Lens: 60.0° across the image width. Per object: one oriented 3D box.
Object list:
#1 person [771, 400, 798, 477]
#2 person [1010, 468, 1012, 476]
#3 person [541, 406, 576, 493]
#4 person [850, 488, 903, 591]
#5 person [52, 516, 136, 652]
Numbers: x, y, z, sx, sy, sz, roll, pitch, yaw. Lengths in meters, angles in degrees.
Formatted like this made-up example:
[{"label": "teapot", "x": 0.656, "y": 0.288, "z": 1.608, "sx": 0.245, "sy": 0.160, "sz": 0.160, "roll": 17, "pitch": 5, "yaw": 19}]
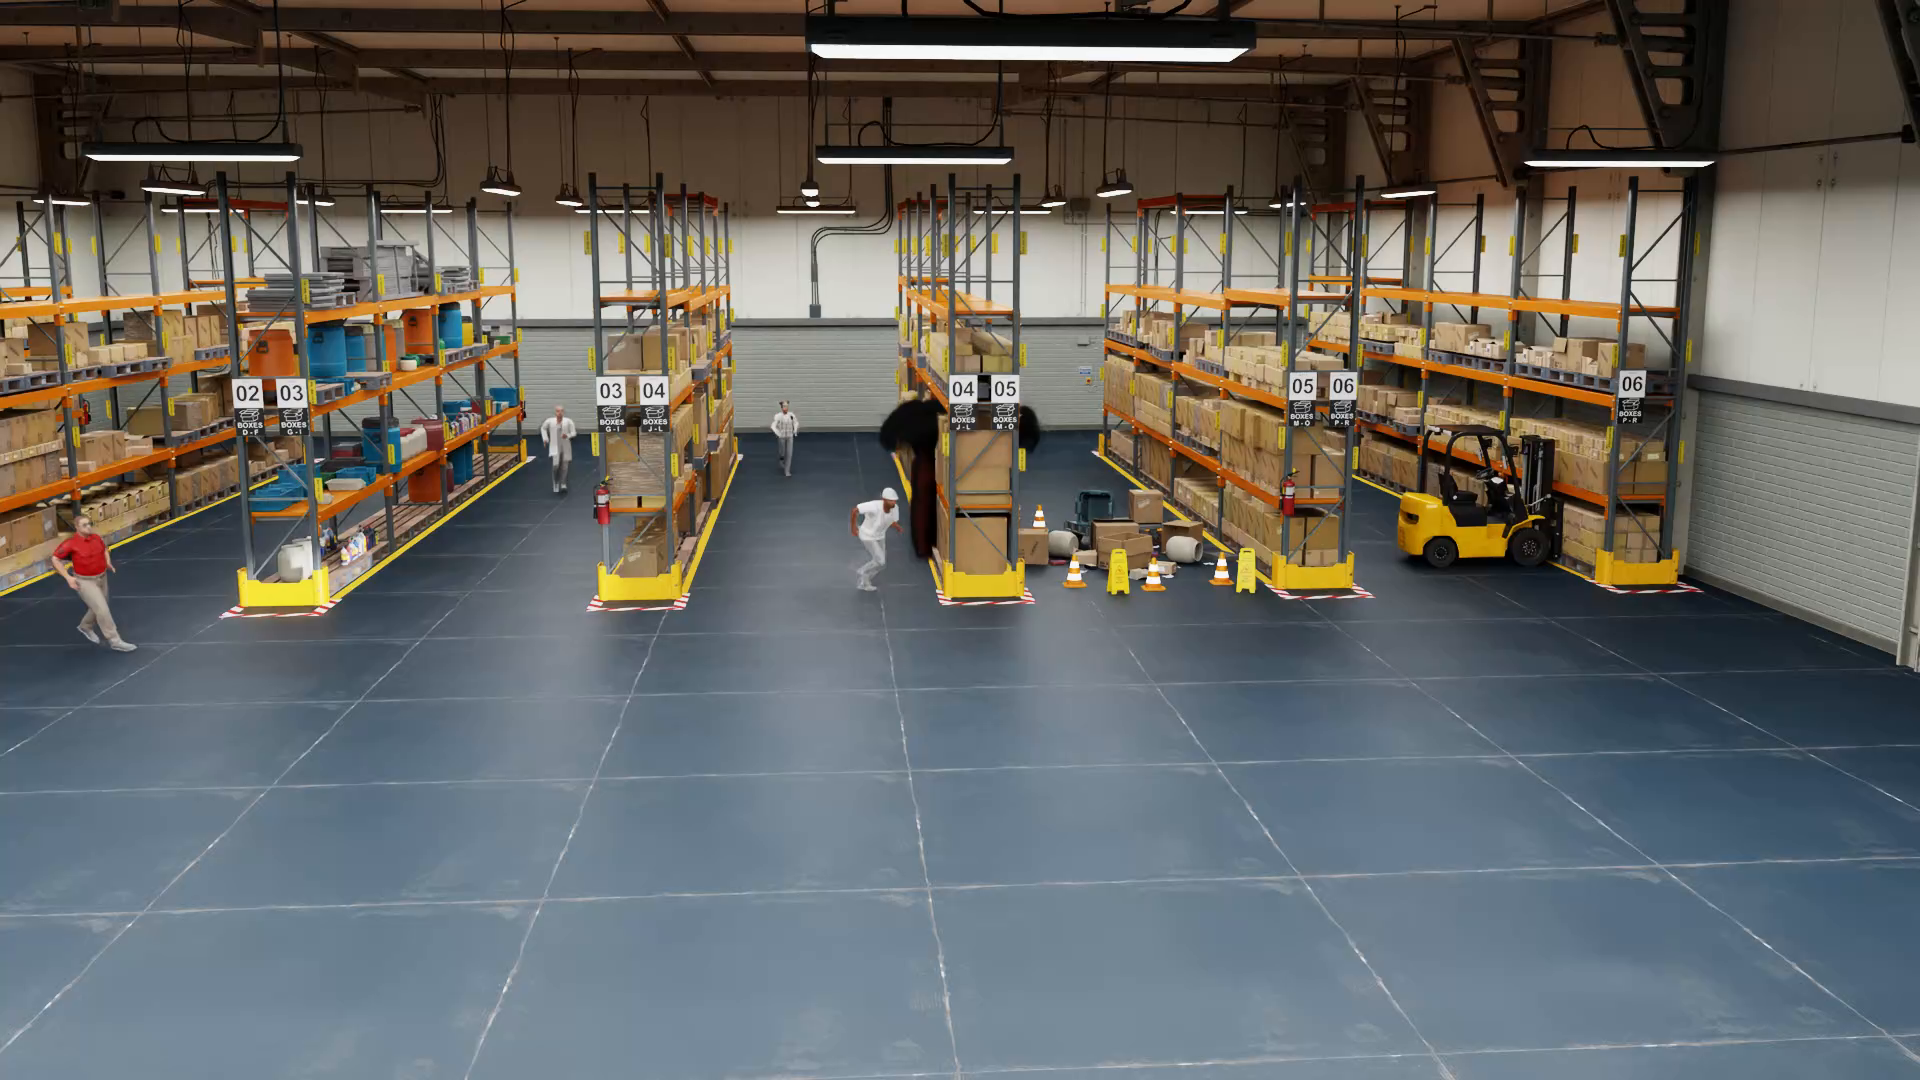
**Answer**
[{"label": "person", "x": -3.858, "y": -2.264, "z": 36.774, "sx": 0.621, "sy": 1.680, "sz": 0.786, "roll": -3, "pitch": 10, "yaw": -15}, {"label": "person", "x": 0.977, "y": -2.299, "z": 36.827, "sx": 0.655, "sy": 1.684, "sz": 0.935, "roll": -3, "pitch": 11, "yaw": -18}, {"label": "person", "x": -8.218, "y": -1.858, "z": 34.139, "sx": 0.693, "sy": 1.792, "sz": 0.766, "roll": -3, "pitch": 10, "yaw": -16}, {"label": "person", "x": -1.218, "y": 0.006, "z": 24.003, "sx": 0.847, "sy": 1.576, "sz": 0.737, "roll": 9, "pitch": 14, "yaw": 43}, {"label": "person", "x": -10.781, "y": 0.540, "z": 20.645, "sx": 0.958, "sy": 1.702, "sz": 0.712, "roll": 3, "pitch": 10, "yaw": 17}]
